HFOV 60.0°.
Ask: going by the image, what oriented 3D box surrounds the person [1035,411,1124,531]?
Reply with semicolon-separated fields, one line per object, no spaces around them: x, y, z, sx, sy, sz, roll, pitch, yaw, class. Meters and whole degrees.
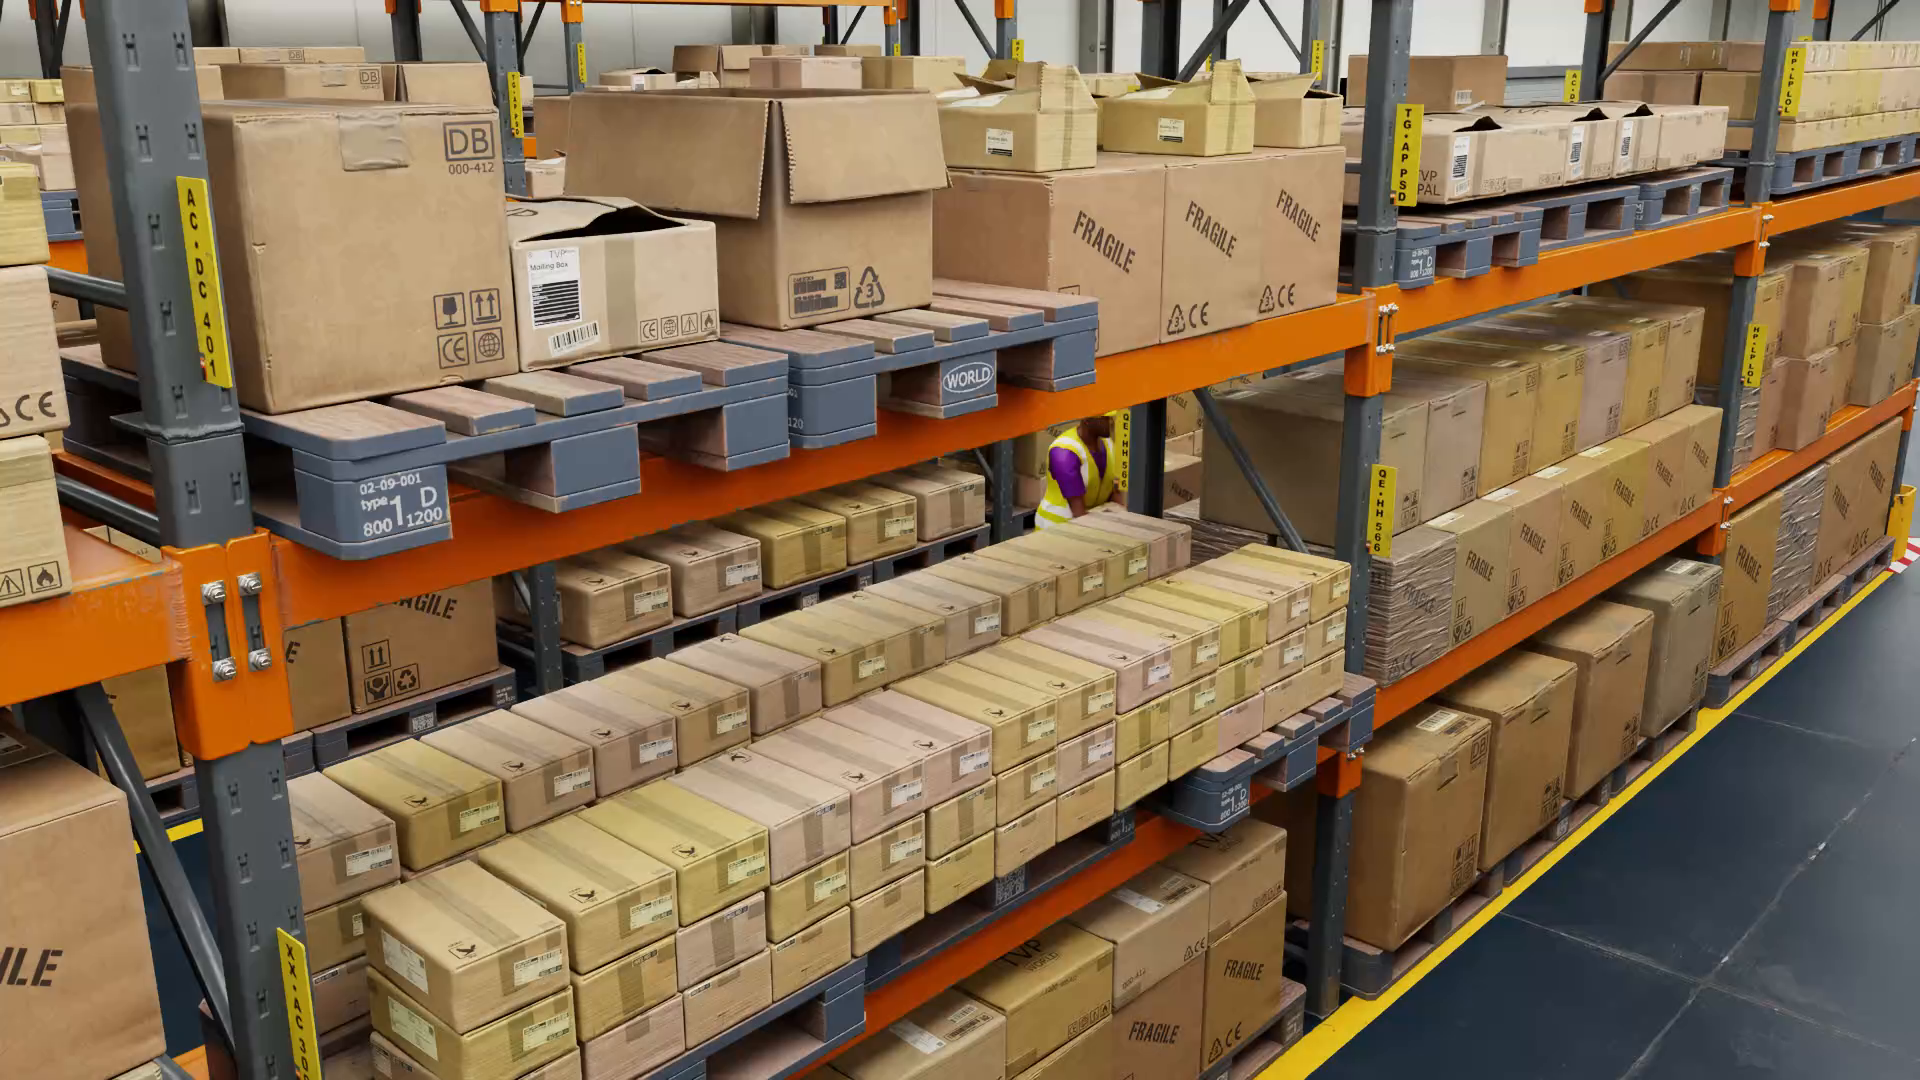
0.747;-0.029;9.628;0.592;1.746;0.501;14;22;39;person
